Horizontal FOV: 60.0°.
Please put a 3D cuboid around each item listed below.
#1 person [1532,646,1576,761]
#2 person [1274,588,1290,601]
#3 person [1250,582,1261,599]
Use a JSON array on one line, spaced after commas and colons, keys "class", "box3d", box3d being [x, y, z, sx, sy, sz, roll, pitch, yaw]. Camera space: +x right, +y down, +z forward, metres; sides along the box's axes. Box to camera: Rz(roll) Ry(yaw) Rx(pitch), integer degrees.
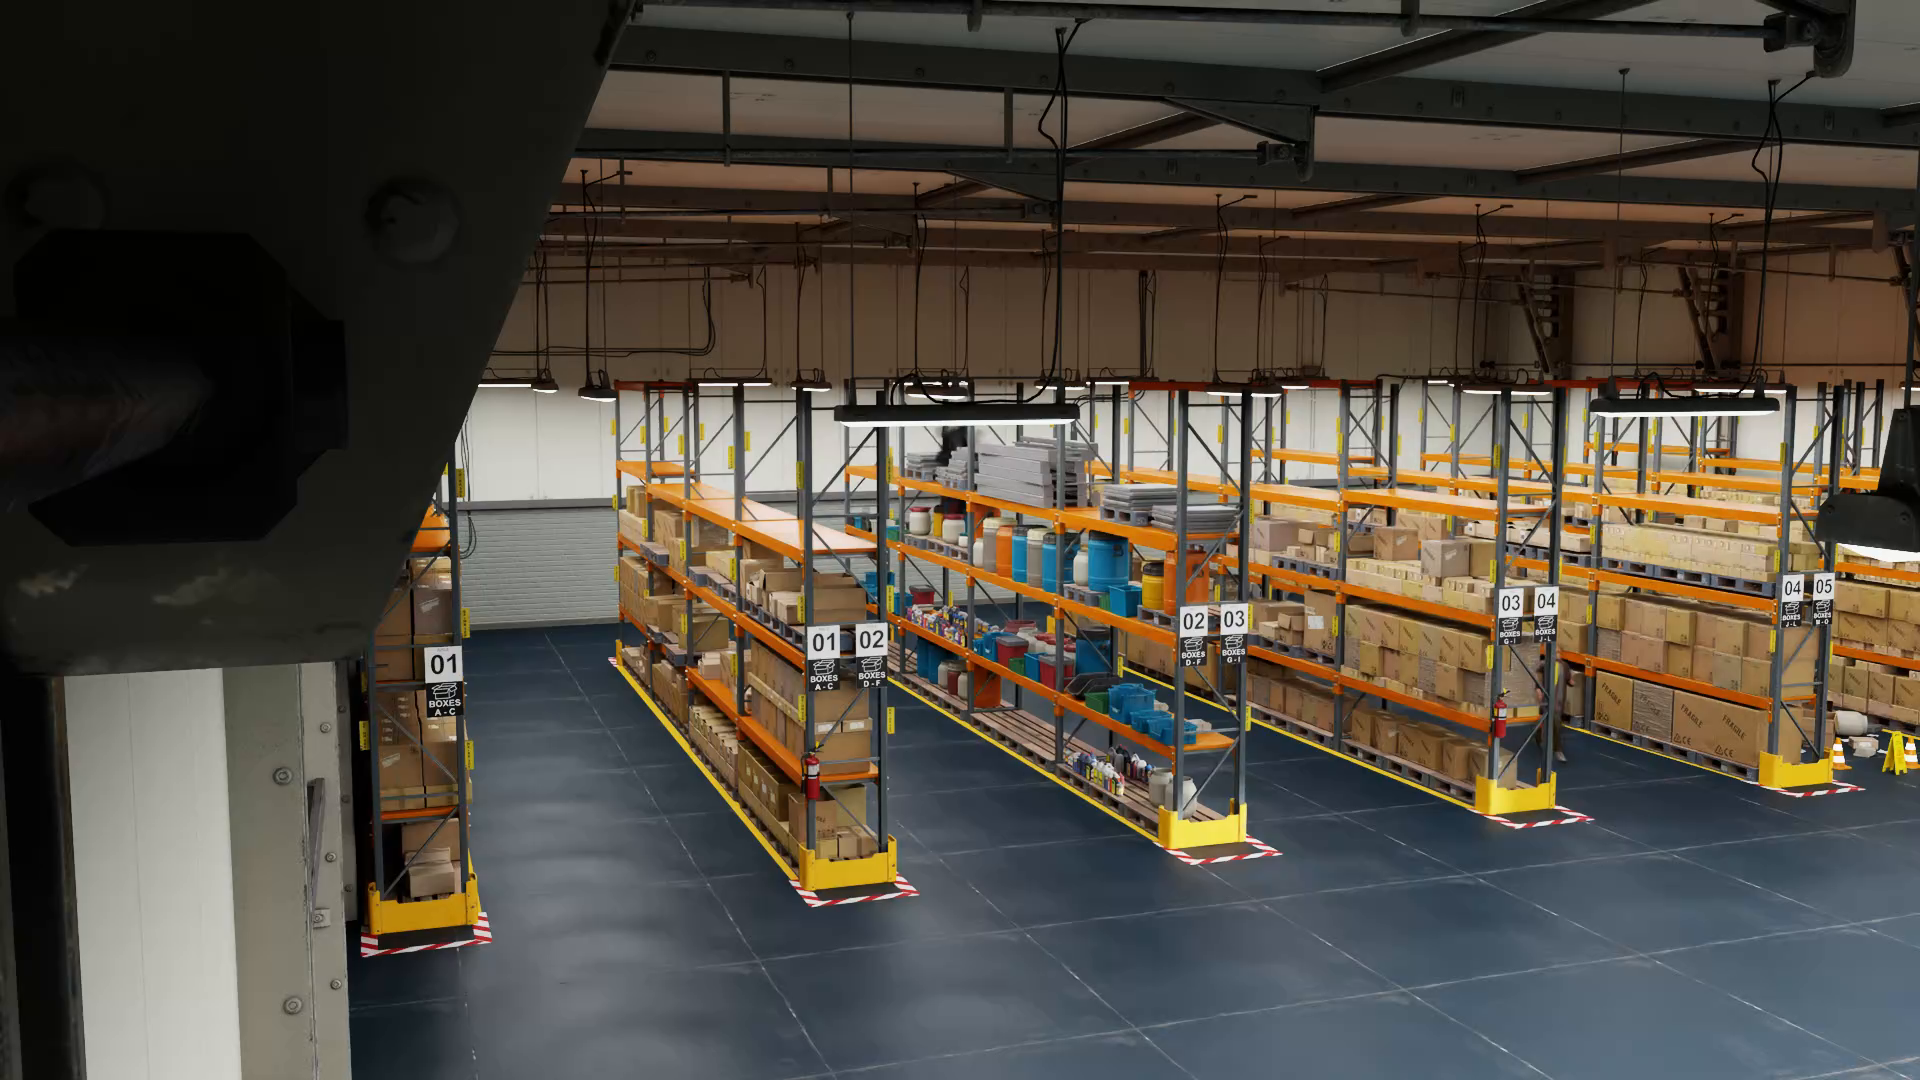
[{"class": "person", "box3d": [9.585, 2.610, 26.918, 0.689, 1.839, 0.853, -3, 7, -25]}, {"class": "person", "box3d": [8.123, 1.092, 41.468, 0.530, 1.737, 0.680, -3, 7, -24]}, {"class": "person", "box3d": [7.364, 1.224, 41.601, 0.731, 1.520, 0.562, -4, 7, -30]}]
